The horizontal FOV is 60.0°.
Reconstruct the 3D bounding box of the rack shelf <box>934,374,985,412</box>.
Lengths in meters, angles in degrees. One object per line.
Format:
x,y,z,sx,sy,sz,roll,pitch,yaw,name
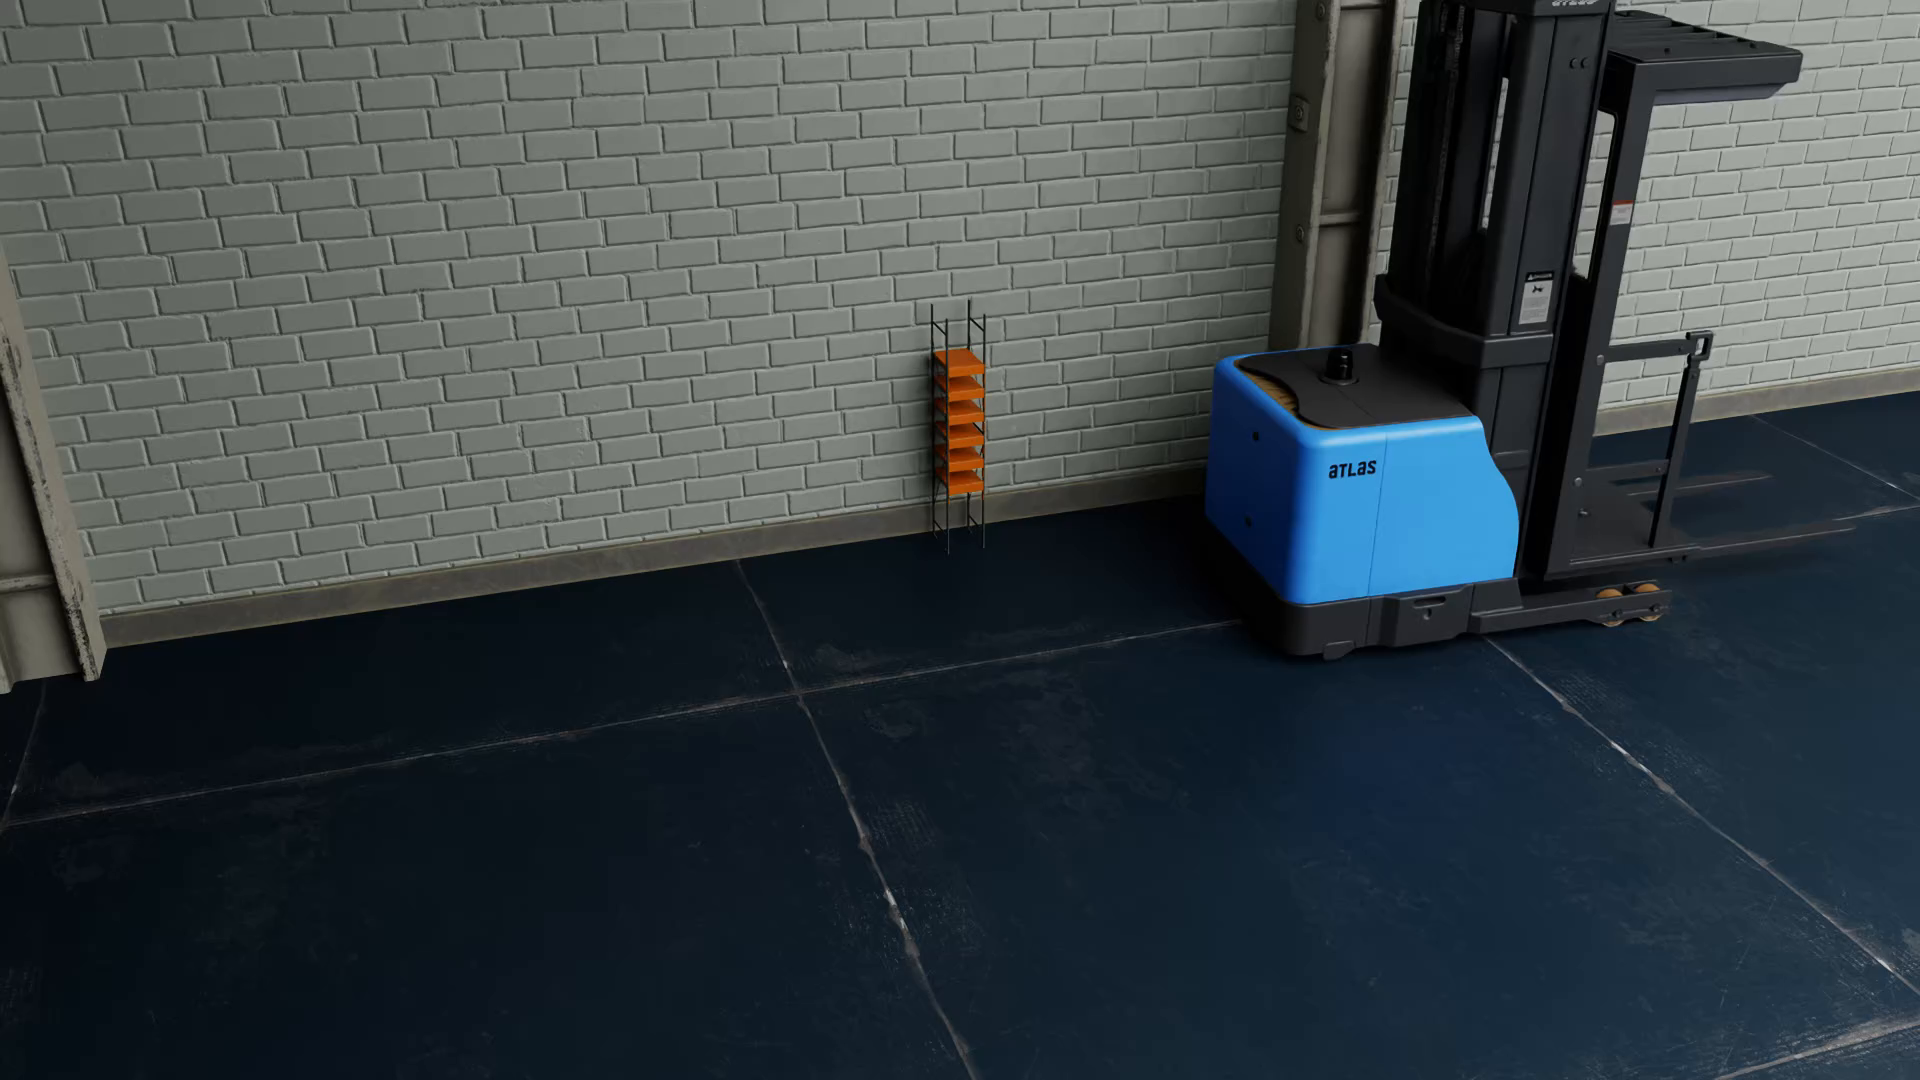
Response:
-0.009,-0.707,7.885,0.180,0.103,0.258,-9,28,-17,rack shelf

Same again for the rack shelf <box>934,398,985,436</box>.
-0.009,-0.599,7.938,0.180,0.103,0.258,-9,28,-17,rack shelf

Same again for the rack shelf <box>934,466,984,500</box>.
-0.009,-0.277,8.098,0.180,0.103,0.258,-9,28,-17,rack shelf

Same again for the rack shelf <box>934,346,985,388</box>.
-0.009,-0.814,7.832,0.180,0.103,0.258,-9,28,-17,rack shelf

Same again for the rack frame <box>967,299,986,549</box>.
0.078,-0.545,7.999,0.006,1.200,0.240,-9,28,-17,rack frame

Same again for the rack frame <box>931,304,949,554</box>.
-0.095,-0.518,7.945,0.006,1.200,0.240,-9,28,-17,rack frame

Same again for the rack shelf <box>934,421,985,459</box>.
-0.009,-0.492,7.992,0.180,0.103,0.258,-9,28,-17,rack shelf

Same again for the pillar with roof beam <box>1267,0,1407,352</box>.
3.145,-2.483,3.131,0.400,9.000,9.100,-8,28,-16,pillar with roof beam

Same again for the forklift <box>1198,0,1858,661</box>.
2.706,-1.143,7.257,3.031,2.935,1.130,-7,27,-13,forklift

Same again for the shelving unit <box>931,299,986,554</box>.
-0.009,-0.532,7.972,0.189,1.200,0.258,-9,28,-17,shelving unit

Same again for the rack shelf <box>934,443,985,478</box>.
-0.009,-0.385,8.045,0.180,0.103,0.258,-9,28,-17,rack shelf

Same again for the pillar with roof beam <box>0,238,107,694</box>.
-2.560,-1.656,1.467,0.400,9.000,9.100,-8,28,-16,pillar with roof beam
